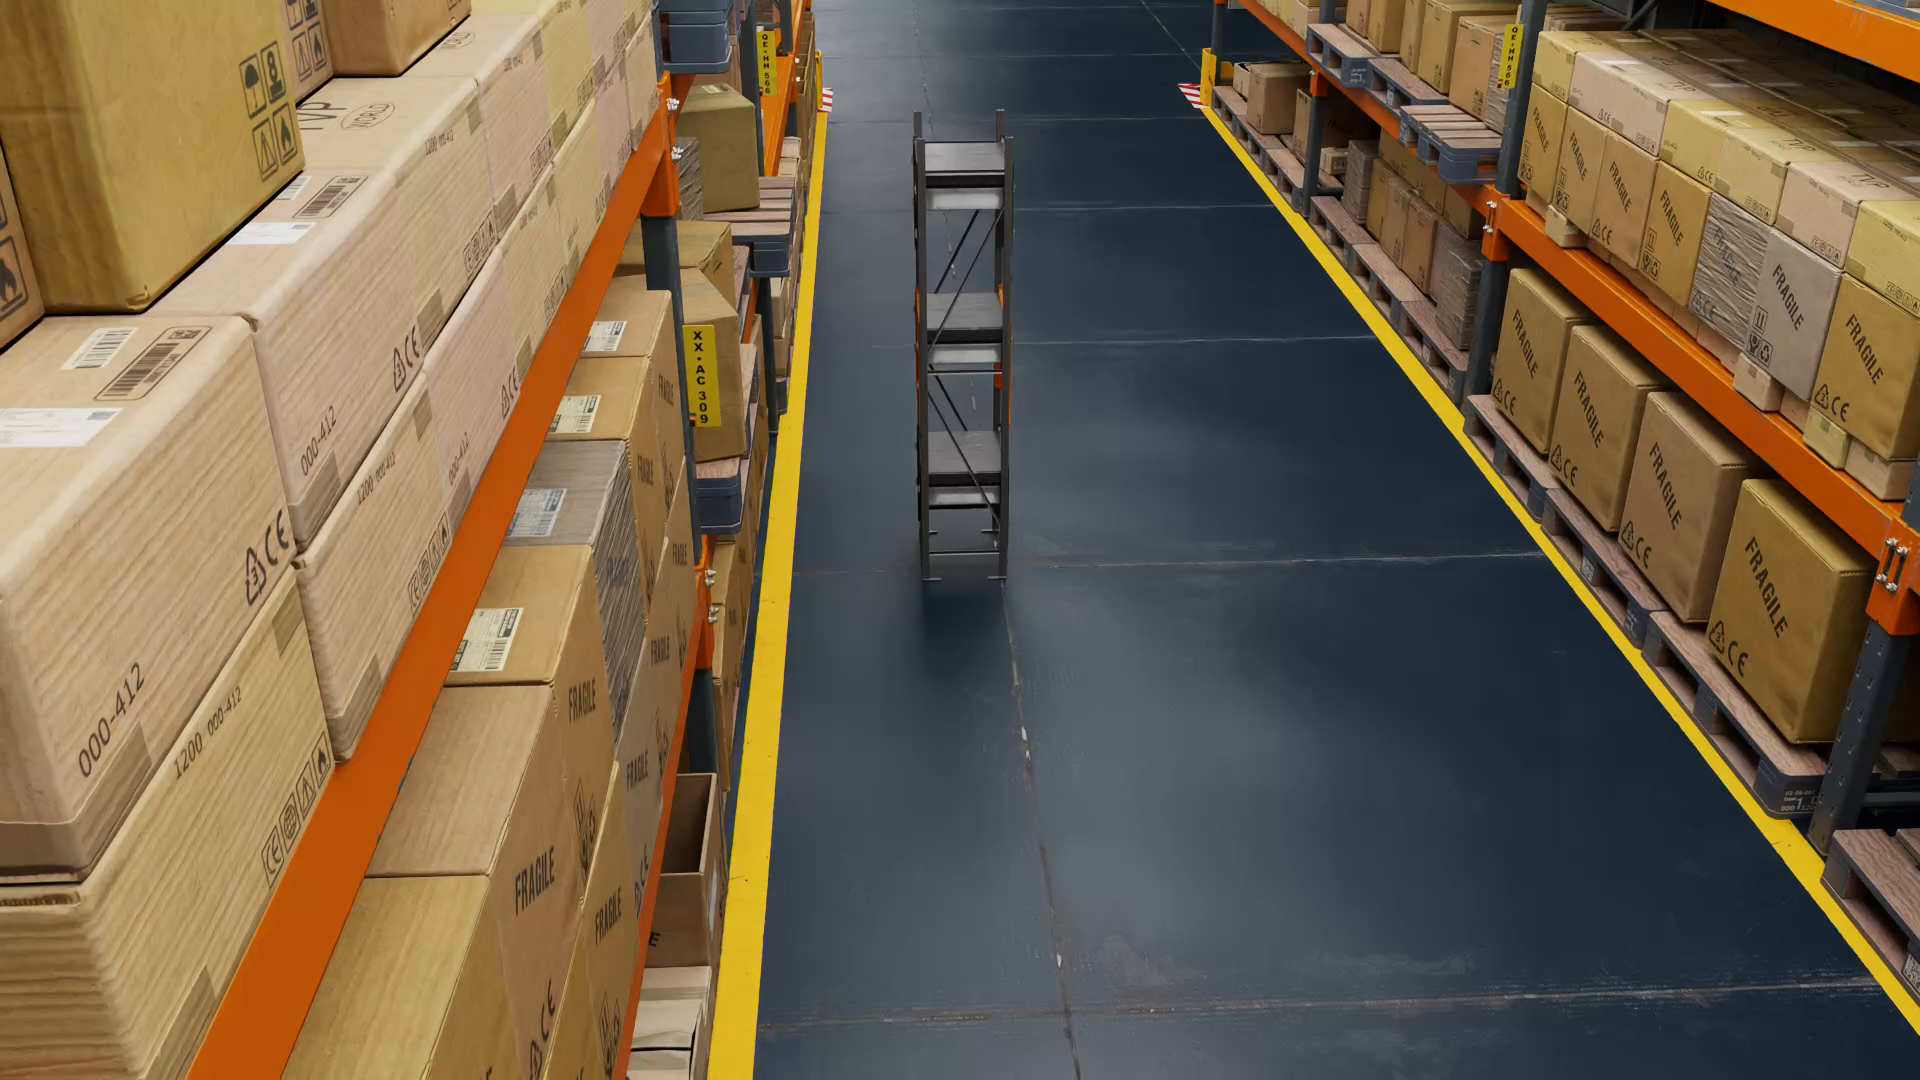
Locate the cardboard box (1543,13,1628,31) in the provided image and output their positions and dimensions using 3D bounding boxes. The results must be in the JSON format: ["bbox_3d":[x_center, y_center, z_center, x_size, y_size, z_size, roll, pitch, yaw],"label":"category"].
[{"bbox_3d":[3.367,-2.746,8.986,0.380,0.149,0.250,-5,28,-9],"label":"cardboard box"}]

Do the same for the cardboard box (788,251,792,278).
[{"bbox_3d":[-1.326,-1.882,10.527,0.500,0.311,0.500,-2,28,-4],"label":"cardboard box"}]

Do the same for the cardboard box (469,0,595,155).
[{"bbox_3d":[-0.980,-0.897,3.104,0.500,0.250,0.500,-1,28,-3],"label":"cardboard box"}]

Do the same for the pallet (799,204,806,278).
[{"bbox_3d":[-1.663,-2.211,12.260,1.003,0.211,1.213,-1,28,-3],"label":"pallet"}]

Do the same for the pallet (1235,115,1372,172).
[{"bbox_3d":[3.069,-3.545,14.819,1.003,0.211,1.213,-1,28,-3],"label":"pallet"}]

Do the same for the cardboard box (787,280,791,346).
[{"bbox_3d":[-1.293,-1.387,10.185,0.500,0.250,0.500,-2,28,-4],"label":"cardboard box"}]

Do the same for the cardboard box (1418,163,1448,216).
[{"bbox_3d":[3.326,-2.313,10.858,0.500,0.250,0.500,-2,28,-3],"label":"cardboard box"}]

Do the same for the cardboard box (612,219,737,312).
[{"bbox_3d":[-1.223,-0.863,6.098,0.700,0.500,0.500,3,28,5],"label":"cardboard box"}]

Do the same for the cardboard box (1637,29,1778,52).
[{"bbox_3d":[3.698,-2.375,8.297,0.500,0.250,0.500,-1,28,-1],"label":"cardboard box"}]

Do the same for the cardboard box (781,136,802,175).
[{"bbox_3d":[-1.433,-2.822,12.330,0.500,0.311,0.500,-1,28,-3],"label":"cardboard box"}]

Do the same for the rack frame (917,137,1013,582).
[{"bbox_3d":[0.021,-0.742,7.402,0.400,2.100,0.015,-1,28,-3],"label":"rack frame"}]

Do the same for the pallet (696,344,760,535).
[{"bbox_3d":[-1.255,-0.378,5.940,1.003,0.211,1.213,-1,28,-3],"label":"pallet"}]

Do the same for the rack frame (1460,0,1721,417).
[{"bbox_3d":[3.415,-2.060,8.957,1.000,3.000,0.127,-1,28,-3],"label":"rack frame"}]

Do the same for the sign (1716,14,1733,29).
[{"bbox_3d":[3.969,-2.589,8.718,0.100,0.325,0.005,-1,28,-3],"label":"sign"}]

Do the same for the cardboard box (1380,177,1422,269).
[{"bbox_3d":[3.325,-2.181,11.415,0.700,0.500,0.500,-1,28,-2],"label":"cardboard box"}]

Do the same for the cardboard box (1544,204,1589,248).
[{"bbox_3d":[3.135,-1.559,8.245,0.380,0.149,0.250,-1,28,-1],"label":"cardboard box"}]

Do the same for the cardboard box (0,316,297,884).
[{"bbox_3d":[-0.881,0.027,1.333,0.500,0.250,0.500,-1,28,-3],"label":"cardboard box"}]

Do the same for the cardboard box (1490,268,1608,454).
[{"bbox_3d":[3.322,-0.951,8.700,0.750,0.750,0.750,-2,28,-3],"label":"cardboard box"}]

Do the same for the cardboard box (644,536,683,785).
[{"bbox_3d":[-1.012,0.326,4.272,0.500,0.500,0.500,-1,28,-1],"label":"cardboard box"}]

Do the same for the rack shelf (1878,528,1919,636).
[{"bbox_3d":[3.728,1.029,3.811,1.077,0.370,4.000,-1,28,-3],"label":"rack shelf"}]

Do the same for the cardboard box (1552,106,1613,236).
[{"bbox_3d":[3.203,-1.773,7.954,0.500,0.500,0.500,0,28,-1],"label":"cardboard box"}]

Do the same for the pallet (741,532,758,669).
[{"bbox_3d":[-1.470,0.205,7.629,1.003,0.211,1.213,-1,28,-3],"label":"pallet"}]

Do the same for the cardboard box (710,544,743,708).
[{"bbox_3d":[-1.144,0.346,6.570,0.500,0.500,0.500,-1,28,-2],"label":"cardboard box"}]

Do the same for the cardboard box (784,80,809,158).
[{"bbox_3d":[-1.452,-3.308,13.057,0.500,0.500,0.500,-1,28,-3],"label":"cardboard box"}]

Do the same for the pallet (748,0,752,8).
[{"bbox_3d":[-1.344,-2.120,6.031,1.213,0.211,1.003,-1,28,-3],"label":"pallet"}]

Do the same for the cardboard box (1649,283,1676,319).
[{"bbox_3d":[3.292,-1.092,7.351,0.380,0.149,0.250,-1,28,-2],"label":"cardboard box"}]

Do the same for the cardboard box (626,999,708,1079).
[{"bbox_3d":[-0.971,1.508,4.547,0.500,0.311,0.500,-1,28,-3],"label":"cardboard box"}]

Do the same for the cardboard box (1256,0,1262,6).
[{"bbox_3d":[2.792,-4.756,14.266,0.500,0.250,0.500,-1,28,-2],"label":"cardboard box"}]

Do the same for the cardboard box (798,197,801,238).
[{"bbox_3d":[-1.405,-2.335,12.003,0.500,0.250,0.500,-2,28,-3],"label":"cardboard box"}]

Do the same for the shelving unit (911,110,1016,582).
[{"bbox_3d":[0.009,-0.855,7.618,0.431,2.100,0.503,-1,28,-3],"label":"shelving unit"}]

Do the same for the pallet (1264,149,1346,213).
[{"bbox_3d":[3.136,-2.981,13.737,1.003,0.211,1.213,-1,28,-3],"label":"pallet"}]

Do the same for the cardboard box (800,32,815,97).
[{"bbox_3d":[-1.557,-4.231,14.827,0.500,0.500,0.500,-1,28,-3],"label":"cardboard box"}]

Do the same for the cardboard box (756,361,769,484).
[{"bbox_3d":[-1.248,-0.600,8.383,0.500,0.500,0.500,0,28,-1],"label":"cardboard box"}]

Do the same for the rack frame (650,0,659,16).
[{"bbox_3d":[-1.323,-2.752,3.795,1.000,3.000,0.127,-1,28,-3],"label":"rack frame"}]

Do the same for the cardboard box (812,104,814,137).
[{"bbox_3d":[-1.536,-3.668,14.558,0.500,0.250,0.500,-1,28,-3],"label":"cardboard box"}]

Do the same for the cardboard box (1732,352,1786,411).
[{"bbox_3d":[3.246,-0.617,6.440,0.380,0.149,0.250,-1,28,-3],"label":"cardboard box"}]

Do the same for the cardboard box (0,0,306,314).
[{"bbox_3d":[-1.099,-0.532,1.594,0.700,0.500,0.500,-1,28,-3],"label":"cardboard box"}]

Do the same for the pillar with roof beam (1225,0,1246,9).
[{"bbox_3d":[-0.715,-10.779,19.187,9.100,9.000,0.400,-1,28,-3],"label":"pillar with roof beam"}]

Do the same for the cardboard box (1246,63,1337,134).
[{"bbox_3d":[2.962,-3.917,14.743,0.700,0.500,0.500,-3,28,-6],"label":"cardboard box"}]

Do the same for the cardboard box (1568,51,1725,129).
[{"bbox_3d":[3.210,-2.114,7.797,0.500,0.250,0.500,-2,28,-3],"label":"cardboard box"}]

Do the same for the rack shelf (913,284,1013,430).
[{"bbox_3d":[0.009,-0.842,7.624,0.431,0.518,0.480,-1,28,-3],"label":"rack shelf"}]

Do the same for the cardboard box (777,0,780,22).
[{"bbox_3d":[-1.826,-4.511,13.547,0.700,0.500,0.500,-1,28,-2],"label":"cardboard box"}]

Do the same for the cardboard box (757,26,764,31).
[{"bbox_3d":[-1.671,-3.494,11.867,0.500,0.250,0.500,0,28,1],"label":"cardboard box"}]

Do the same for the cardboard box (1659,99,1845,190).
[{"bbox_3d":[3.273,-1.648,6.903,0.500,0.250,0.500,-2,28,-4],"label":"cardboard box"}]

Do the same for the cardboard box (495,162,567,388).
[{"bbox_3d":[-0.960,-0.444,2.777,0.500,0.250,0.500,-1,28,-3],"label":"cardboard box"}]

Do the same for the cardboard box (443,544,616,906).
[{"bbox_3d":[-0.957,0.349,3.147,0.500,0.500,0.500,-2,28,-3],"label":"cardboard box"}]

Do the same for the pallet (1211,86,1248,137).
[{"bbox_3d":[3.008,-4.107,15.897,1.003,0.211,1.213,-1,28,-3],"label":"pallet"}]

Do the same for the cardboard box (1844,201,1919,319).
[{"bbox_3d":[3.344,-0.940,5.547,0.500,0.250,0.500,-1,28,-1],"label":"cardboard box"}]

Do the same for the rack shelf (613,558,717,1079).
[{"bbox_3d":[-1.218,1.151,3.578,1.077,0.370,4.000,-1,28,-3],"label":"rack shelf"}]

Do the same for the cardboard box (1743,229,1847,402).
[{"bbox_3d":[3.312,-0.841,6.167,0.500,0.500,0.500,-1,28,-2],"label":"cardboard box"}]

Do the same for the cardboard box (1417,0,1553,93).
[{"bbox_3d":[3.293,-3.092,10.350,0.700,0.500,0.500,-1,28,-3],"label":"cardboard box"}]

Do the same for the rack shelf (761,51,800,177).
[{"bbox_3d":[-1.636,-2.544,10.662,1.077,0.370,4.000,-1,28,-3],"label":"rack shelf"}]
